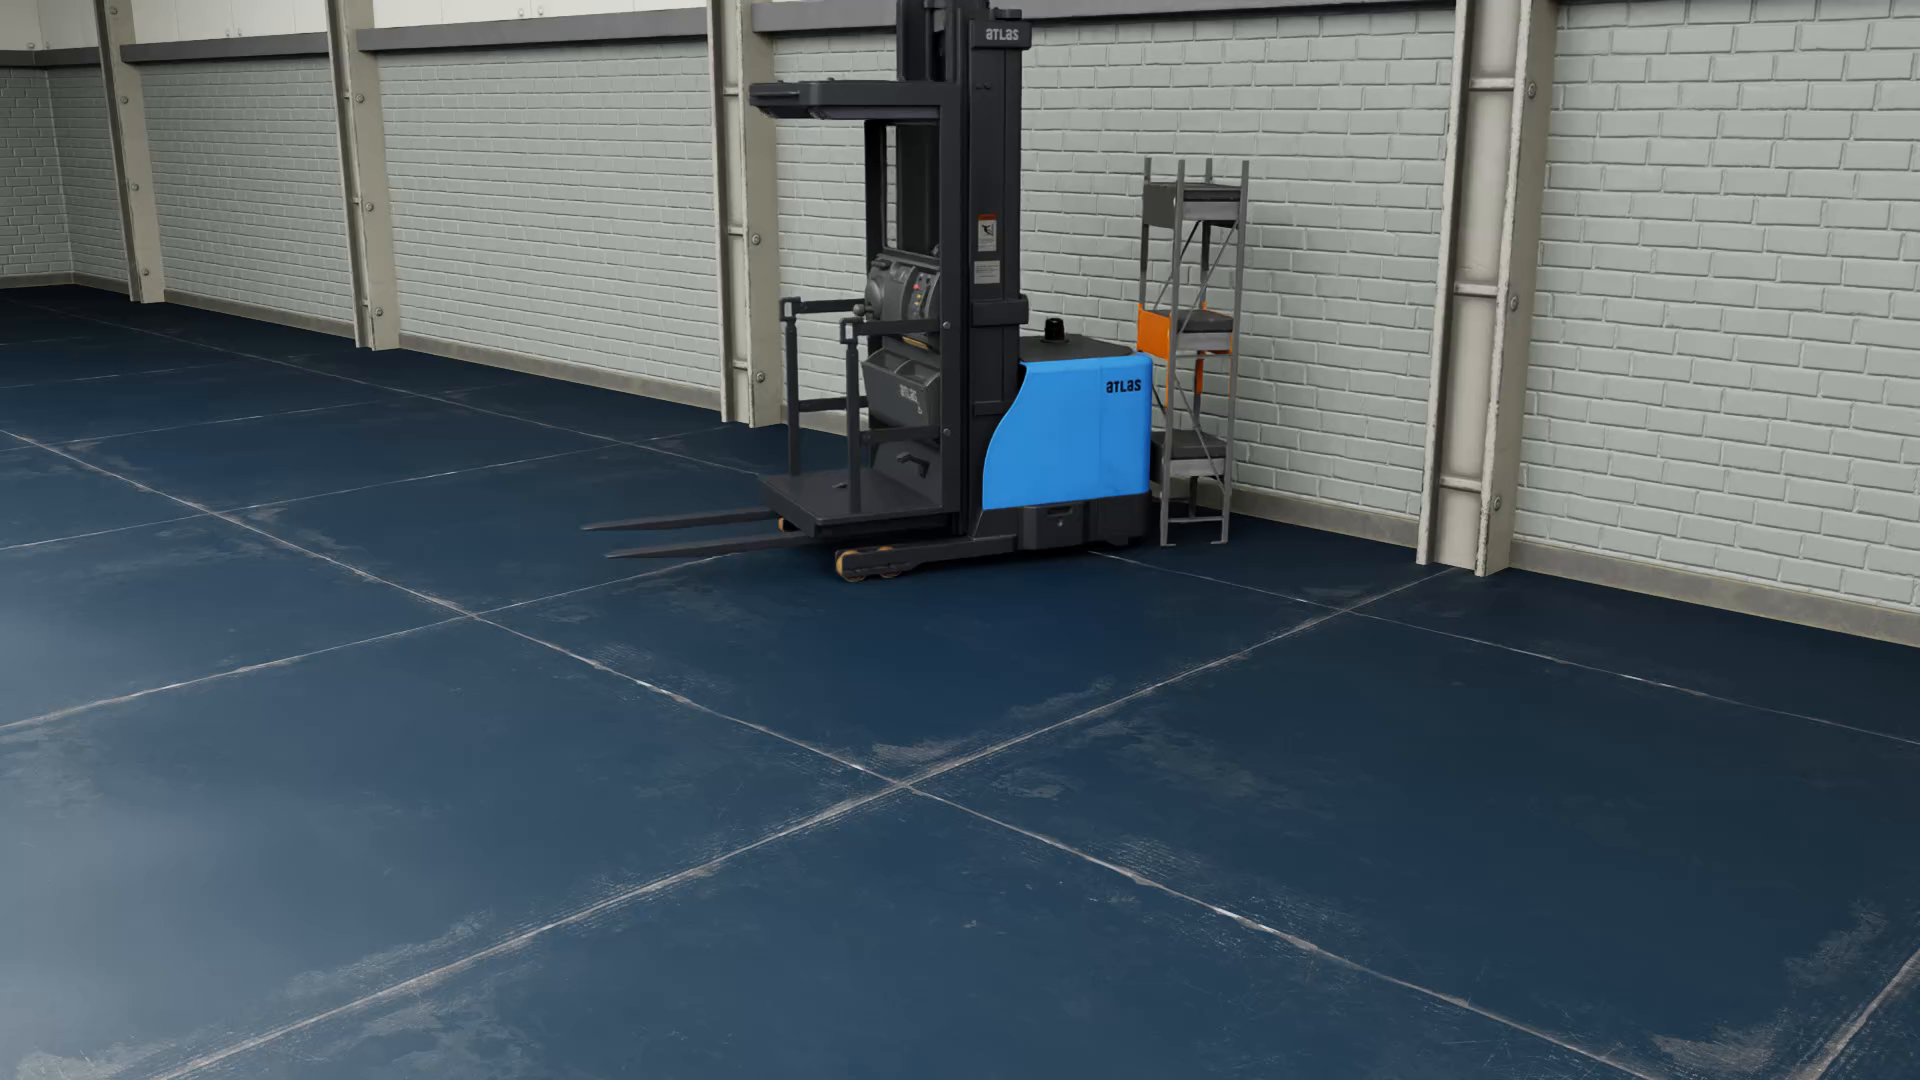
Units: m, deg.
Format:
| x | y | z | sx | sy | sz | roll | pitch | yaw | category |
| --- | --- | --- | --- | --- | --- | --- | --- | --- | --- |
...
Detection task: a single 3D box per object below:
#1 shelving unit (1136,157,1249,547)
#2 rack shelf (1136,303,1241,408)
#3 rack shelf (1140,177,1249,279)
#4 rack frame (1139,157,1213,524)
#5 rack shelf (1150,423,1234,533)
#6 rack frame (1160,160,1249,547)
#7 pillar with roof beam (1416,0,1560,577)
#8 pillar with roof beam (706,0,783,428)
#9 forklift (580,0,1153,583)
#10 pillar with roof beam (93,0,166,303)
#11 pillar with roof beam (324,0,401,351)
| x | y | z | sx | sy | sz | roll | pitch | yaw | category |
| --- | --- | --- | --- | --- | --- | --- | --- | --- | --- |
| 1.264 | -1.051 | 9.282 | 0.431 | 2.100 | 0.503 | -3 | 15 | -15 | shelving unit |
| 1.264 | -1.038 | 9.285 | 0.431 | 0.518 | 0.480 | -3 | 15 | -15 | rack shelf |
| 1.275 | -1.716 | 9.114 | 0.431 | 0.518 | 0.480 | -3 | 15 | -15 | rack shelf |
| 1.202 | -1.110 | 9.511 | 0.400 | 2.100 | 0.015 | -3 | 15 | -15 | rack frame |
| 1.253 | -0.359 | 9.457 | 0.431 | 0.518 | 0.480 | -3 | 15 | -15 | rack shelf |
| 1.327 | -0.992 | 9.054 | 0.400 | 2.100 | 0.015 | -3 | 15 | -15 | rack frame |
| -0.285 | -3.443 | 4.800 | 0.400 | 9.000 | 9.100 | 14 | 20 | 42 | pillar with roof beam |
| -4.604 | -4.493 | 8.830 | 0.400 | 9.000 | 9.100 | 14 | 20 | 42 | pillar with roof beam |
| -0.496 | -1.349 | 8.797 | 3.031 | 2.935 | 1.130 | -6 | 16 | -23 | forklift |
| -13.242 | -6.594 | 16.890 | 0.400 | 9.000 | 9.100 | 14 | 20 | 42 | pillar with roof beam |
| -8.923 | -5.544 | 12.860 | 0.400 | 9.000 | 9.100 | 14 | 20 | 42 | pillar with roof beam |
